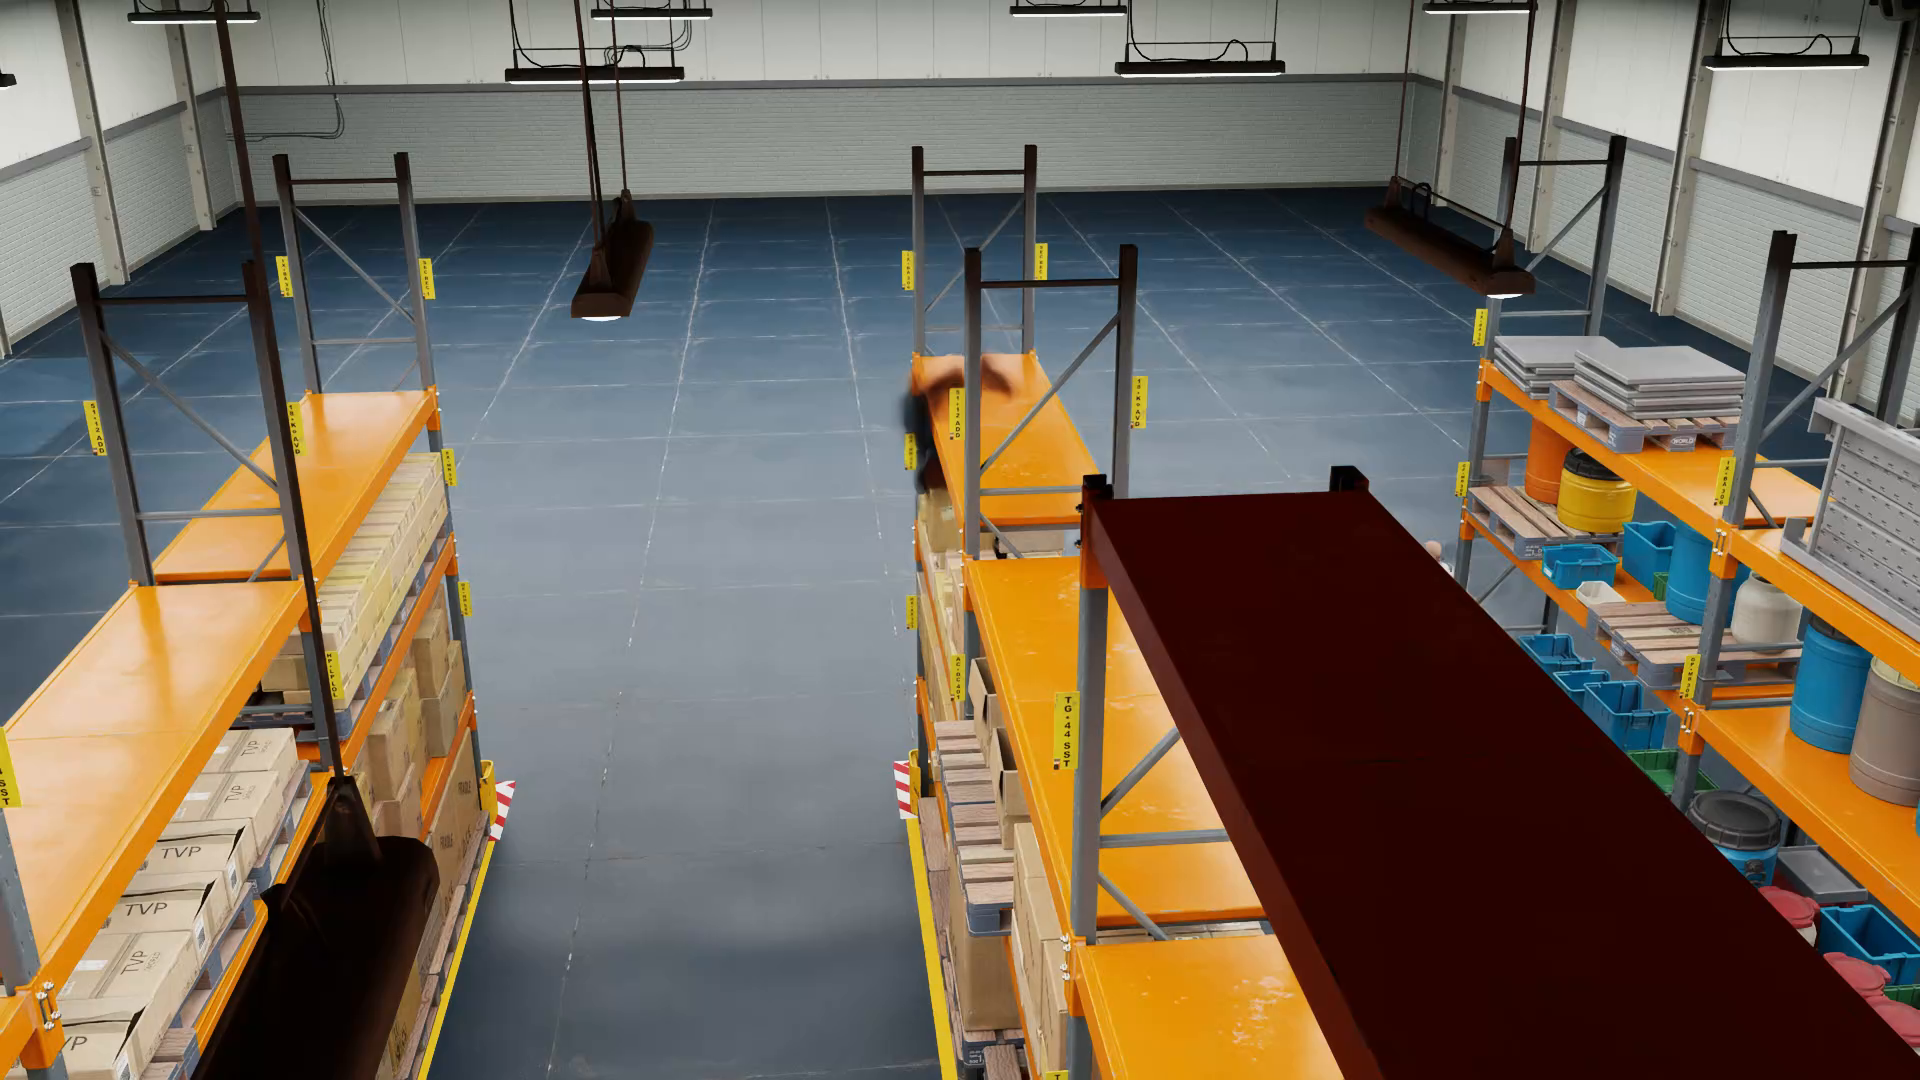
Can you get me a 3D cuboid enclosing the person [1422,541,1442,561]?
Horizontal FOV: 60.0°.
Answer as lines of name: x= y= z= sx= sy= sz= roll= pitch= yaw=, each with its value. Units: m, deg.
person: x=4.741 y=0.440 z=17.078 sx=0.476 sy=0.922 sz=0.697 roll=16 pitch=27 yaw=35
